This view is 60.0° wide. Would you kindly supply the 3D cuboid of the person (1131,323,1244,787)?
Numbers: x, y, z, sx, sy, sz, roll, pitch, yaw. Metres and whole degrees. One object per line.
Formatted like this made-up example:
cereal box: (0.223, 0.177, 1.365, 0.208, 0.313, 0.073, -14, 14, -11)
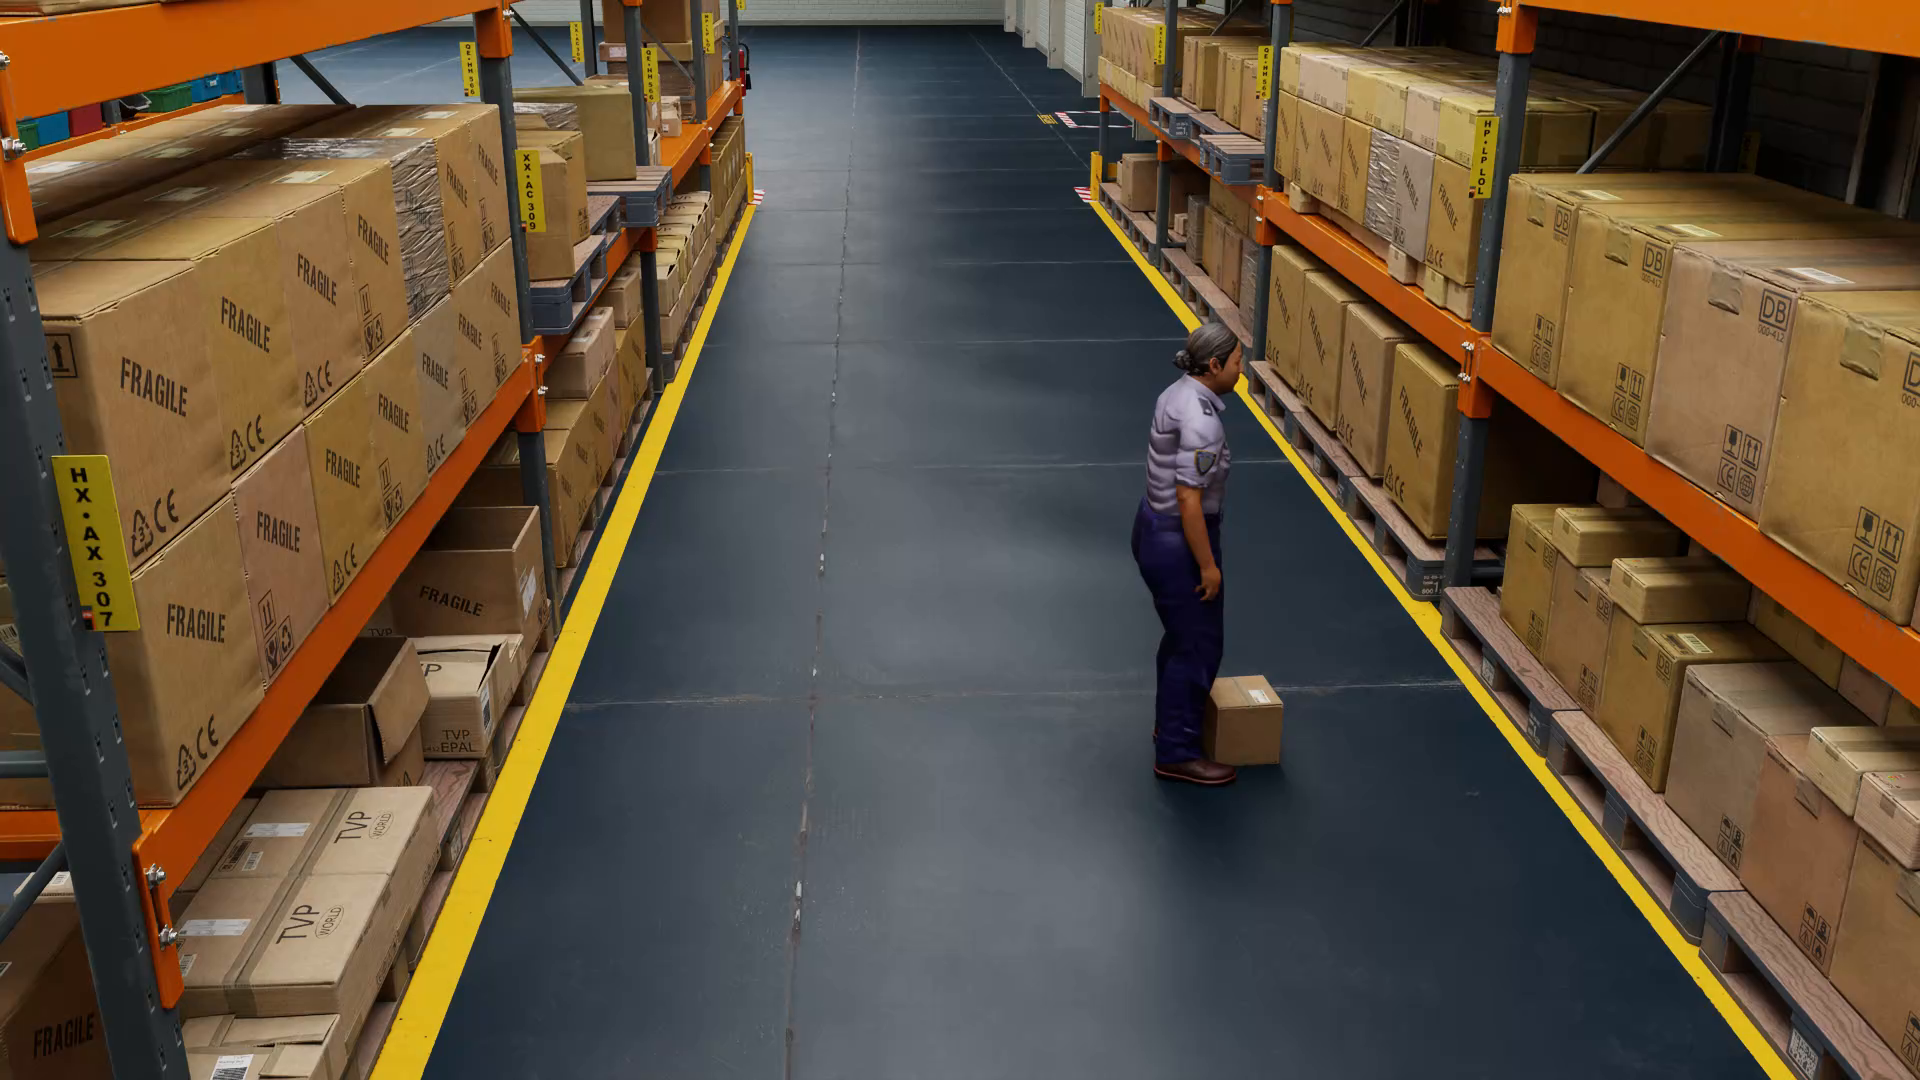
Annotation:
person: (0.837, 0.033, 5.999, 0.412, 1.652, 0.539, -1, 21, -3)
